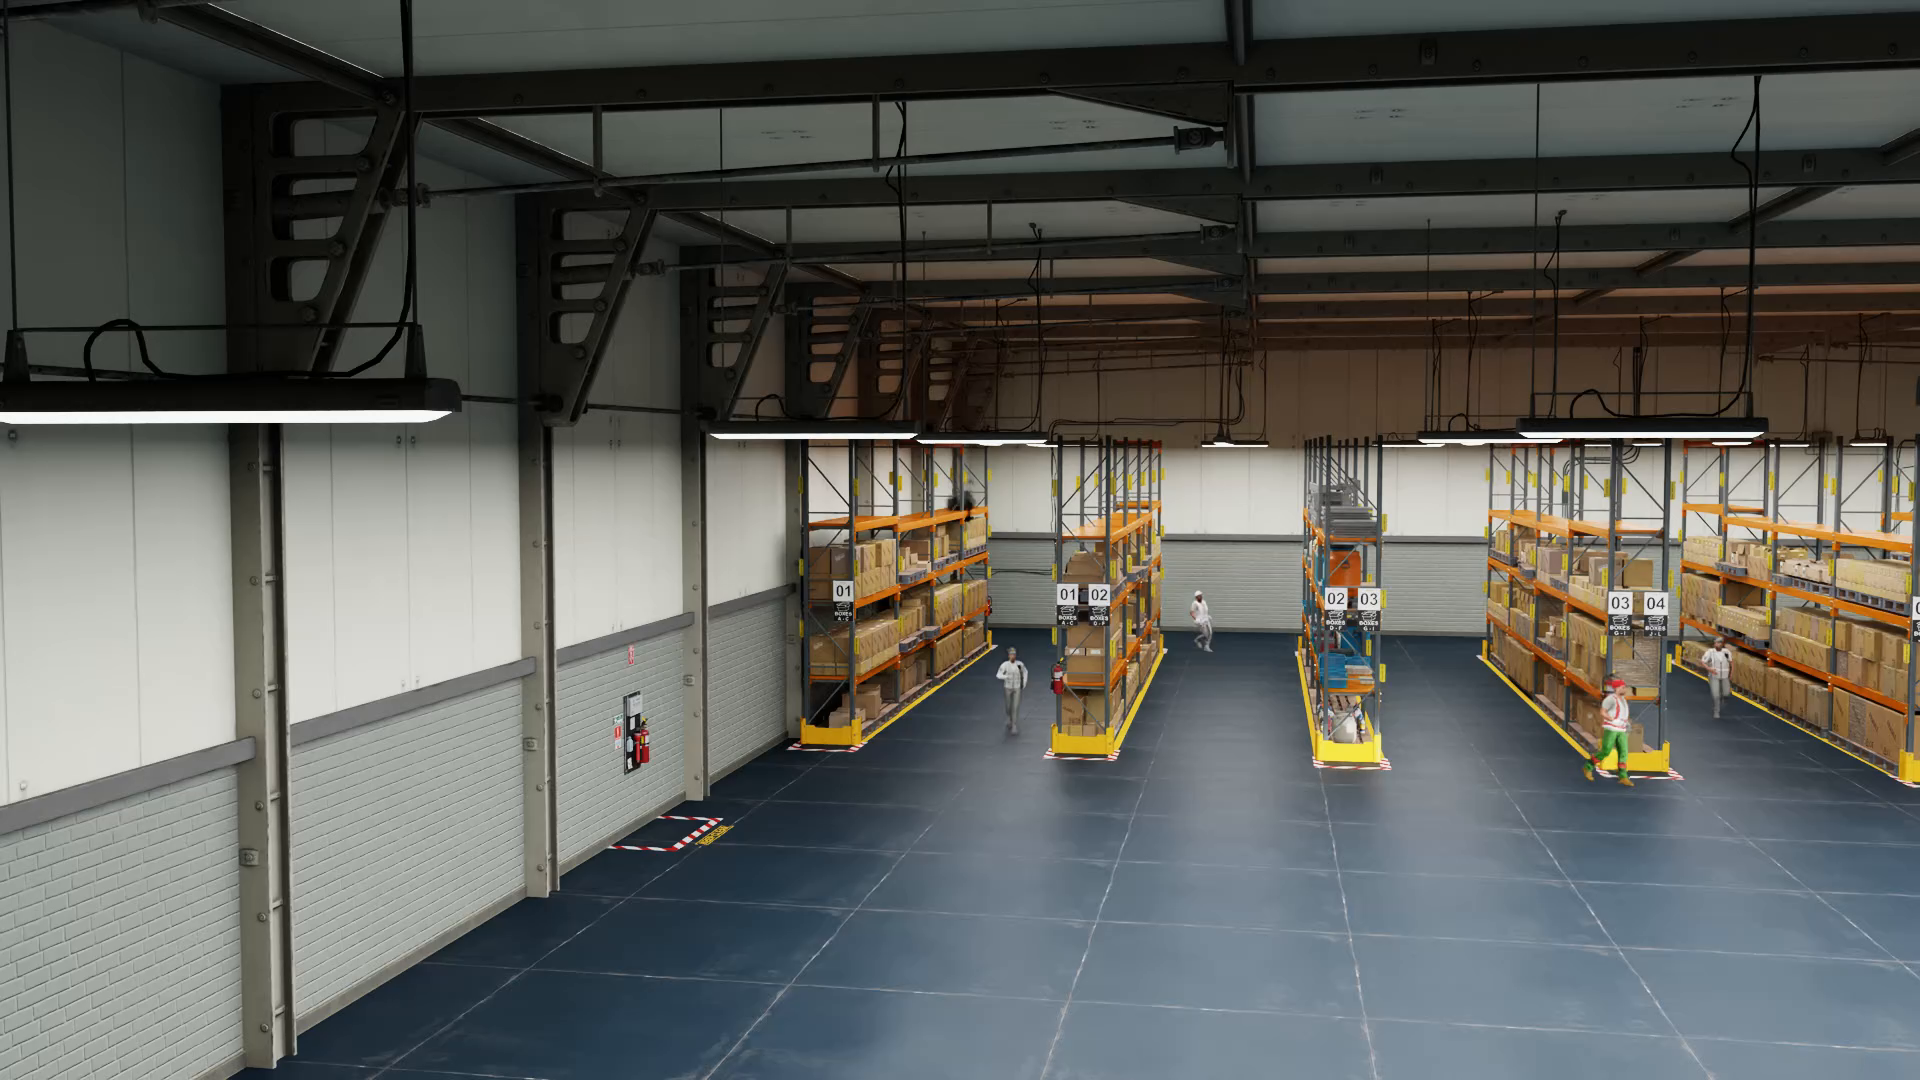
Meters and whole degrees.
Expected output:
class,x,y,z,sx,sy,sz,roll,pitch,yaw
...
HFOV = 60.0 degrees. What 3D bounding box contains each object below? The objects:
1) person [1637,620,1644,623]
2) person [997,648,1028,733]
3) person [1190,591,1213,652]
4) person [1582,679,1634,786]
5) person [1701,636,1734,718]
class,x,y,z,sx,sy,sz,roll,pitch,yaw
person,17.891,2.598,43.892,0.556,1.523,0.582,1,3,16
person,1.066,3.025,33.814,0.644,1.679,0.907,0,3,-2
person,6.872,2.316,47.228,0.742,1.735,0.583,-3,4,-44
person,11.256,3.266,28.503,0.724,1.759,0.943,-2,4,-33
person,16.304,2.928,35.754,0.697,1.752,0.627,0,3,8
